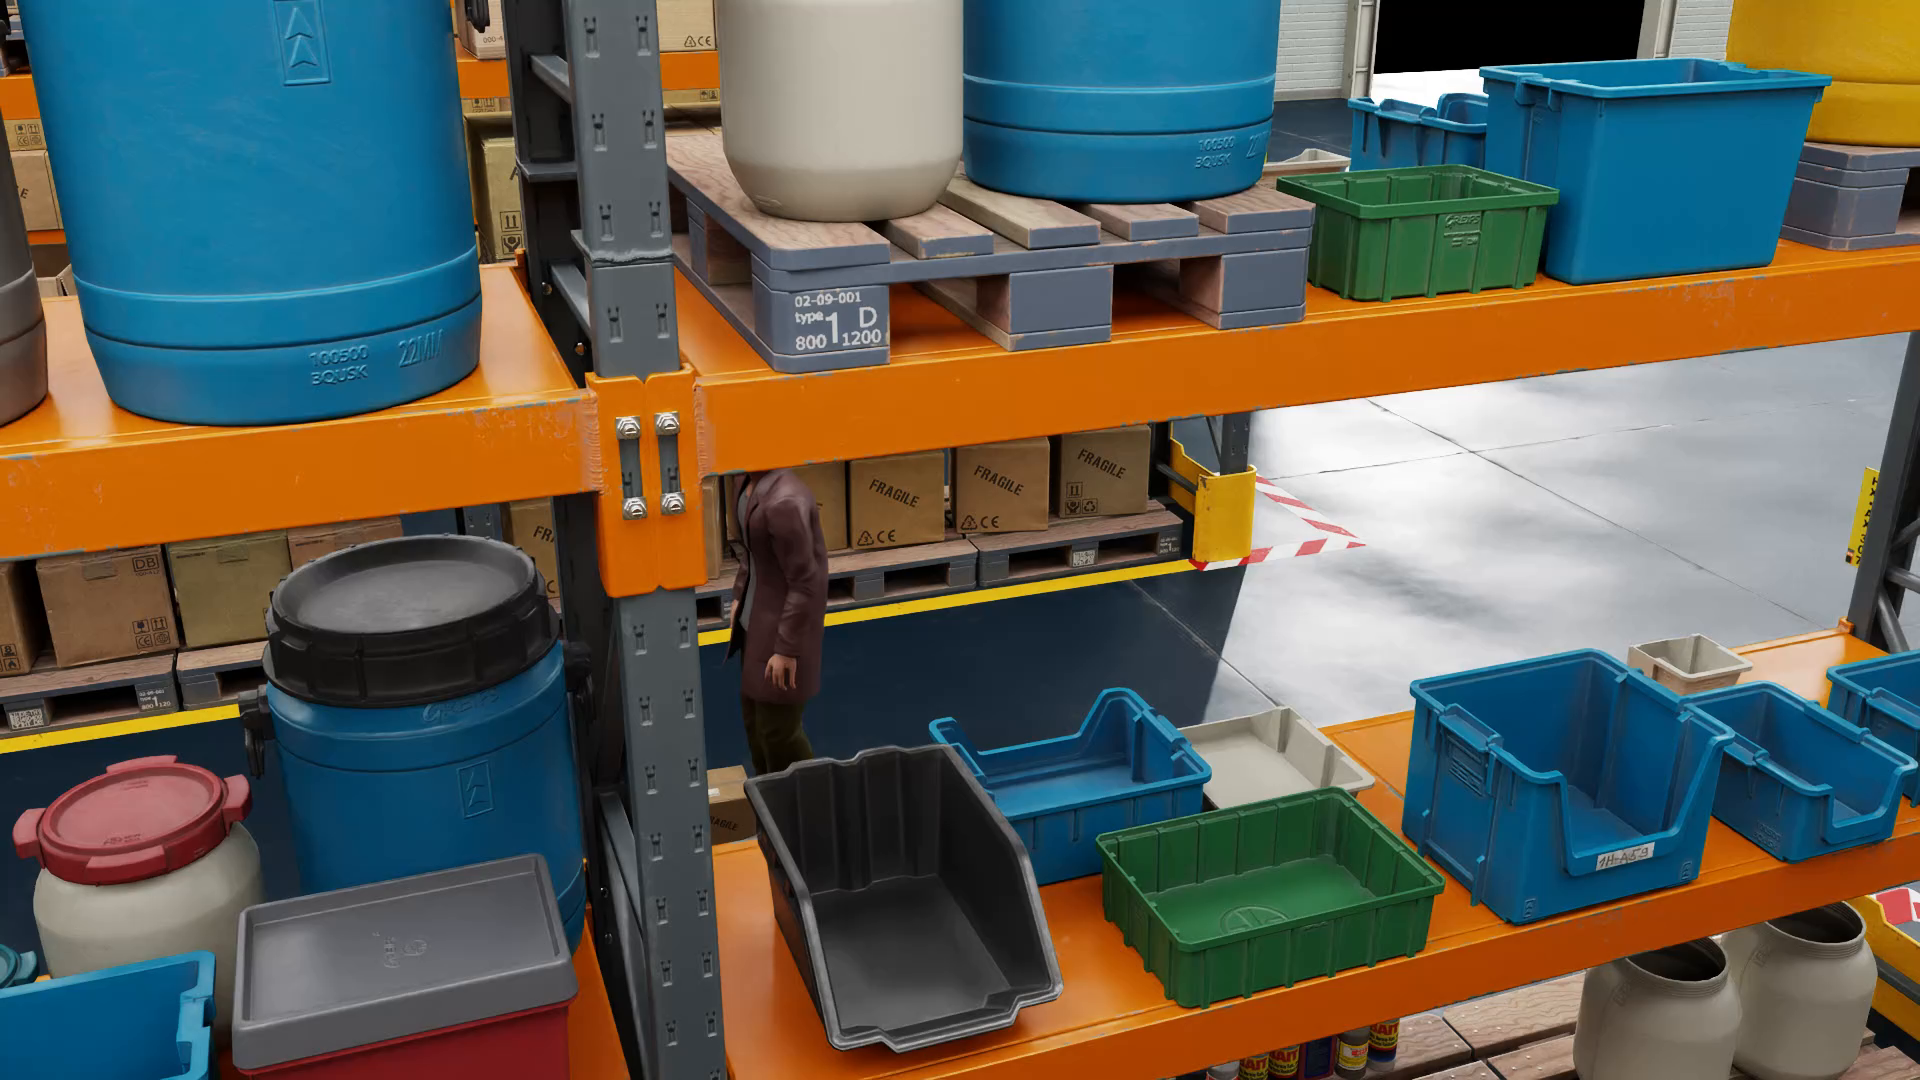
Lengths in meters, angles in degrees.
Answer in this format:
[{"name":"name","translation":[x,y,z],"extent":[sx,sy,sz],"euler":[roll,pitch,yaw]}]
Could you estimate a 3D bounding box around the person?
[{"name":"person","translation":[-0.710,0.329,6.306],"extent":[0.415,1.774,0.654],"euler":[-9,24,-20]}]
